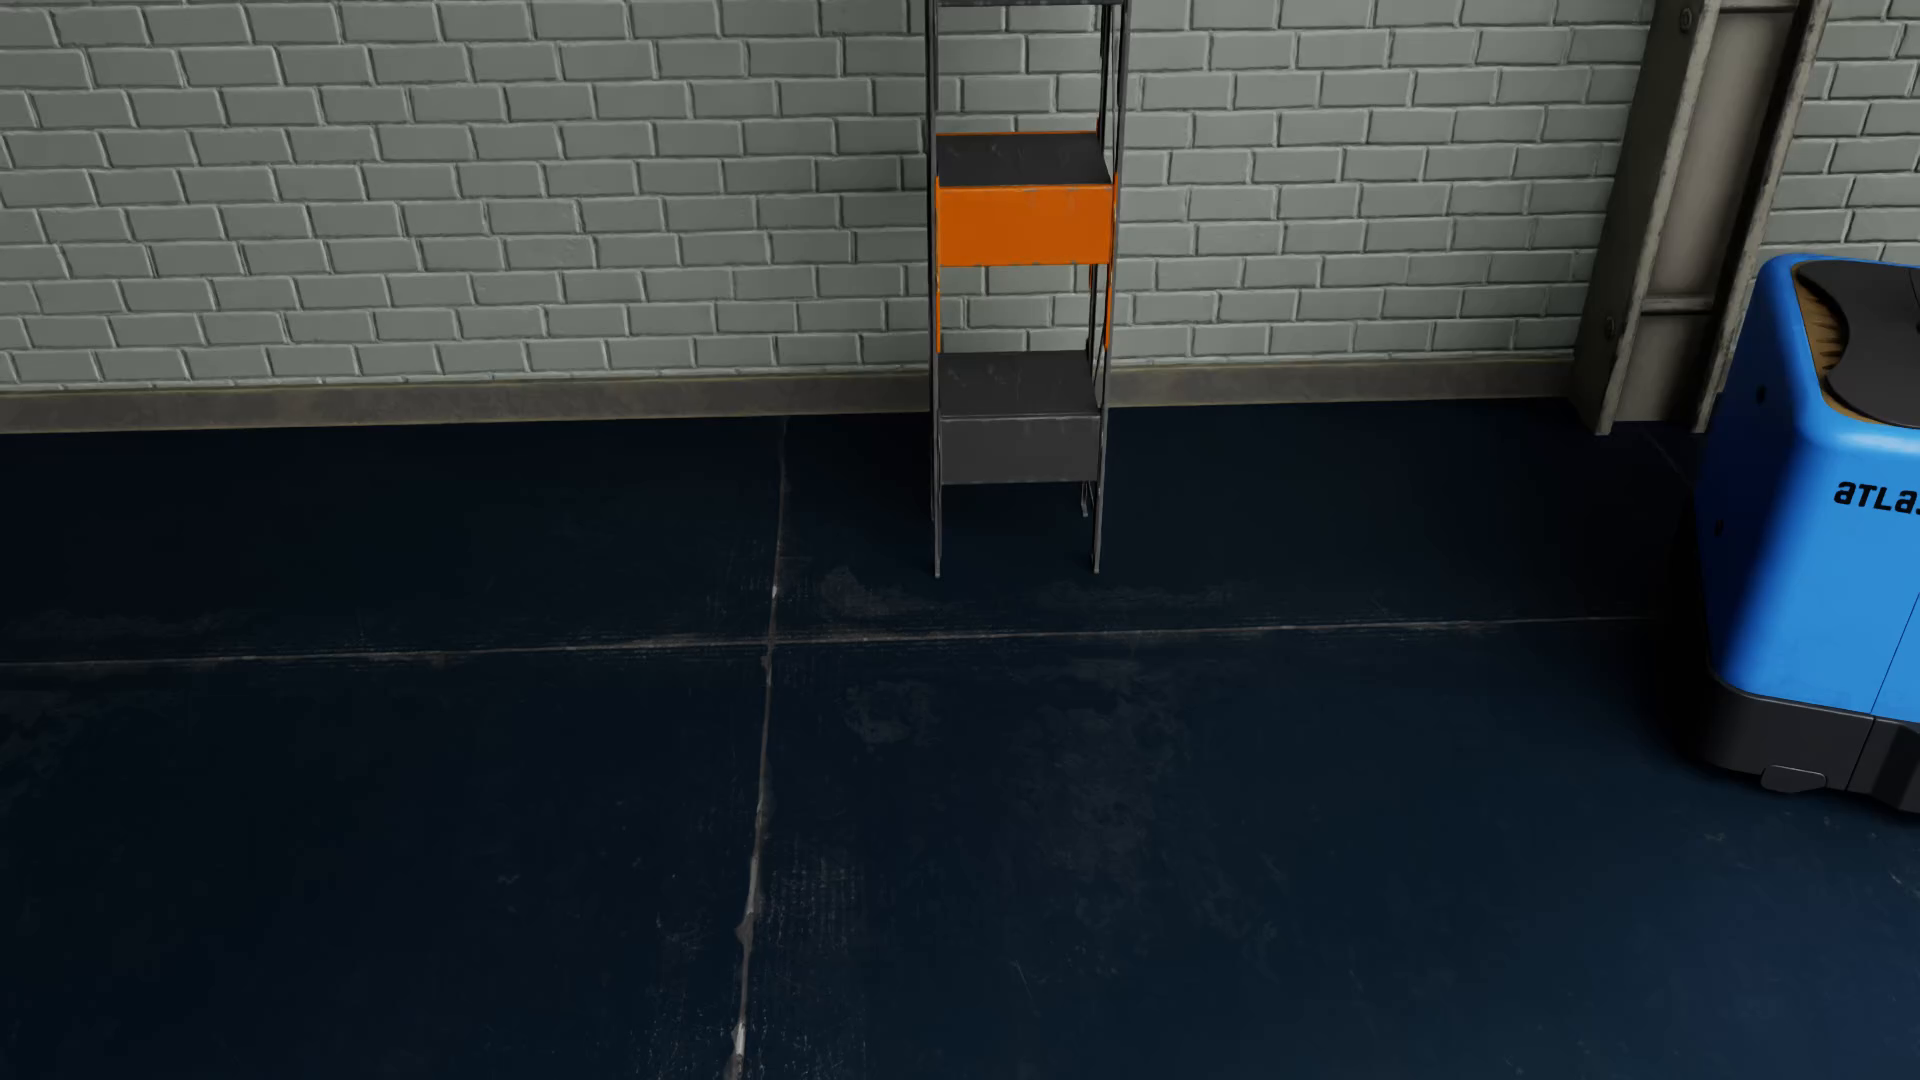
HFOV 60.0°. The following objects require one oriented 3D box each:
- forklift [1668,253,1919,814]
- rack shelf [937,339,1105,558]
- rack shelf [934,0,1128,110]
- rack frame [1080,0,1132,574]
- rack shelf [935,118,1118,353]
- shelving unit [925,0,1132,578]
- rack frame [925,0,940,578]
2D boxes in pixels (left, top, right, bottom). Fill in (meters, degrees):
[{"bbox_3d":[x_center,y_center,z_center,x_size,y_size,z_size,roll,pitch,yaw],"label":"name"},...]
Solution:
[{"bbox_3d":[3.477,-0.611,3.558,3.031,2.935,1.130,10,36,14],"label":"forklift"},{"bbox_3d":[0.165,-0.281,5.065,0.480,0.518,0.431,-2,35,-2],"label":"rack shelf"},{"bbox_3d":[0.165,-1.432,4.268,0.480,0.518,0.431,-2,35,-2],"label":"rack shelf"},{"bbox_3d":[0.409,-0.874,4.668,0.015,2.100,0.400,-2,35,-2],"label":"rack frame"},{"bbox_3d":[0.165,-0.857,4.667,0.480,0.518,0.431,-2,35,-2],"label":"rack shelf"},{"bbox_3d":[0.165,-0.868,4.659,0.503,2.100,0.431,-2,35,-2],"label":"shelving unit"},{"bbox_3d":[-0.078,-0.861,4.649,0.015,2.100,0.400,-2,35,-2],"label":"rack frame"}]
